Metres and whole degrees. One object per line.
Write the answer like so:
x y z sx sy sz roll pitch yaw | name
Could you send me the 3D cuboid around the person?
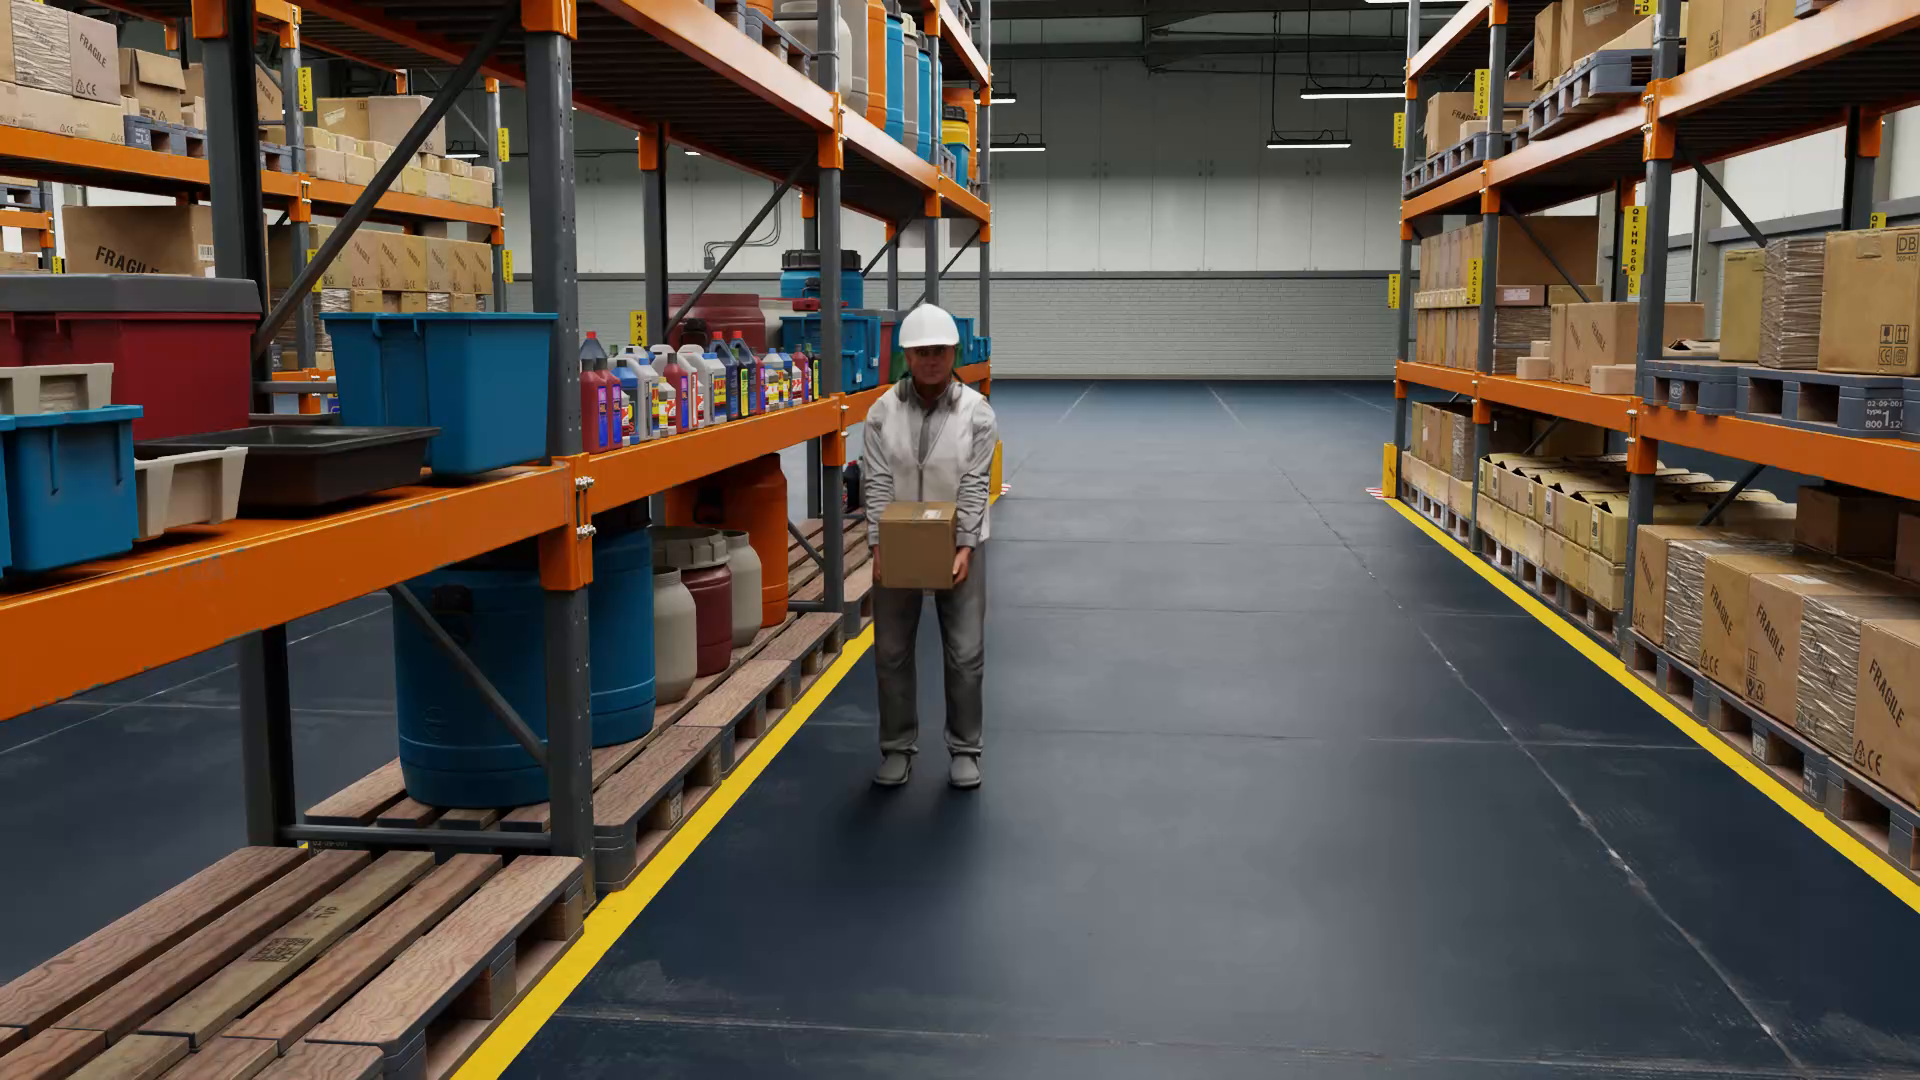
-0.106 0.033 6.029 0.484 1.756 0.584 1 8 5 | person
